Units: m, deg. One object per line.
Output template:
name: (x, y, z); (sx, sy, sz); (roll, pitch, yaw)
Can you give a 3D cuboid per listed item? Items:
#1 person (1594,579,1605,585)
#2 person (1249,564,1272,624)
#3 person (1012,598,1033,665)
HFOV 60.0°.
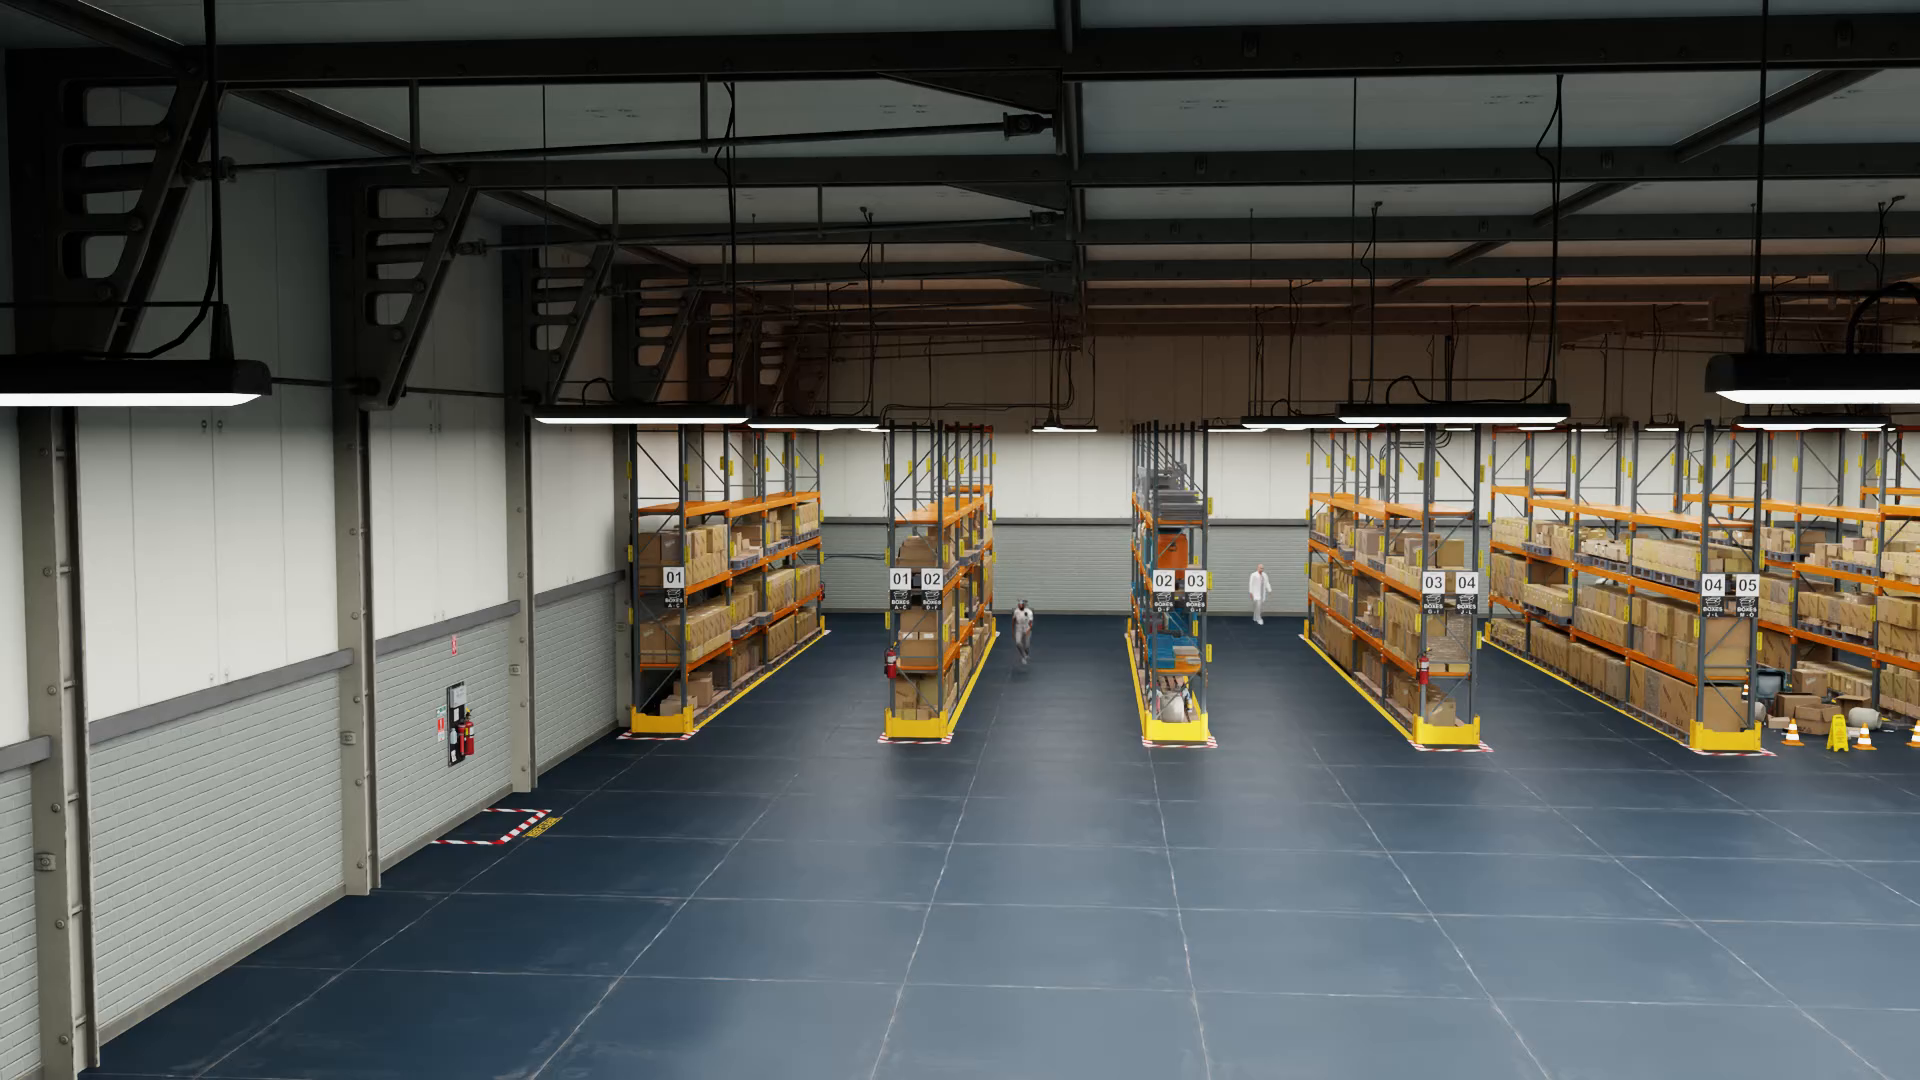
person: (17.749, 1.928, 46.075); (0.926, 1.718, 0.556); (3, 4, 35)
person: (9.150, 1.642, 50.658); (0.627, 1.808, 0.706); (-2, 4, -24)
person: (1.521, 2.194, 40.363); (0.533, 1.582, 0.765); (1, 4, 9)
